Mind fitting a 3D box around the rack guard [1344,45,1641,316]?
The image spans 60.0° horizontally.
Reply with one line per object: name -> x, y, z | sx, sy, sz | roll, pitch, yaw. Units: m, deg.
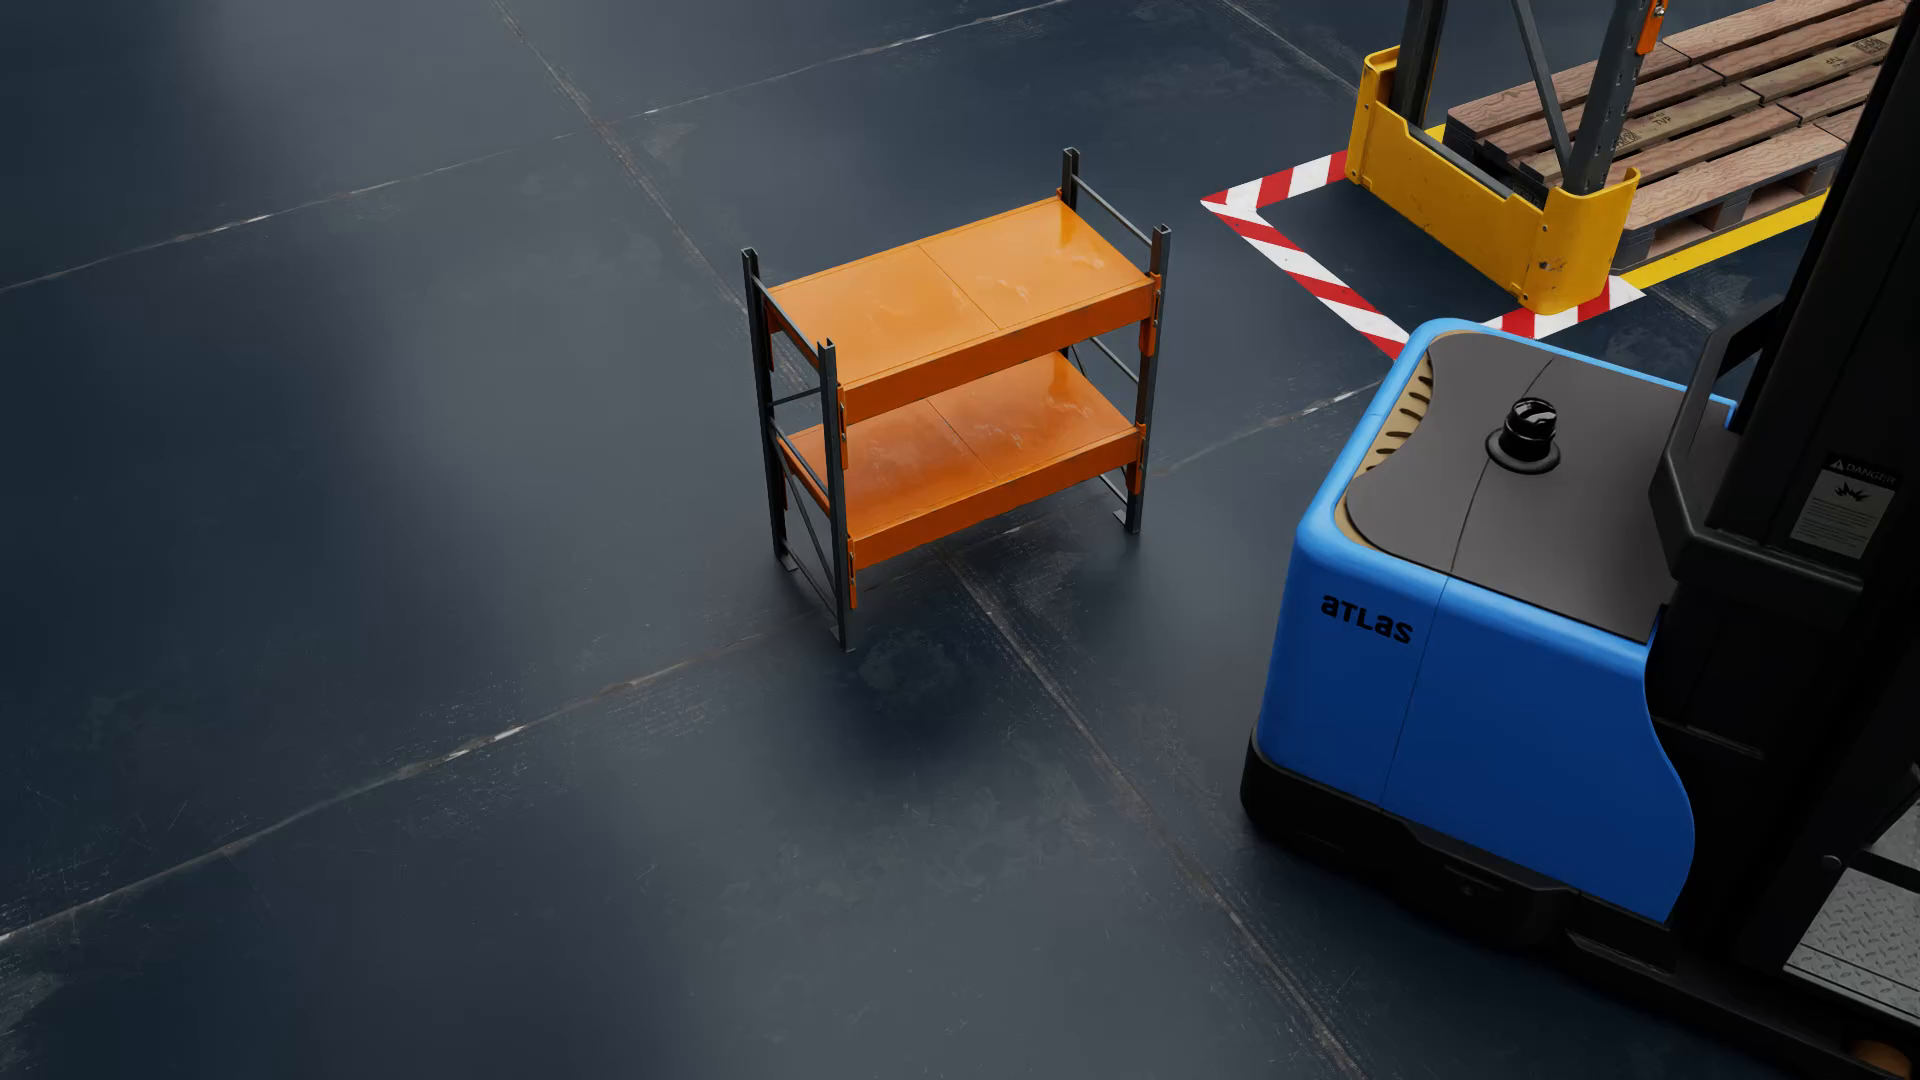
rack guard -> 1.985, -1.398, 6.332 | 0.348, 0.500, 1.175 | -22, 48, -21

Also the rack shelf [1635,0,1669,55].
rack shelf -> 3.734, -2.747, 6.443 | 4.000, 0.370, 1.077 | -22, 48, -21

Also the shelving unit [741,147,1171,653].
shelving unit -> -0.006, -0.401, 4.856 | 1.048, 1.125, 0.538 | -22, 48, -21

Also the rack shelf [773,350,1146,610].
rack shelf -> -0.006, -0.226, 5.026 | 1.000, 0.278, 0.538 | -22, 48, -21

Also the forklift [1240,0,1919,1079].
forklift -> 2.287, -0.089, 3.237 | 3.031, 2.935, 1.130 | 21, 48, 20

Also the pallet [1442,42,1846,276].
pallet -> 2.734, -1.573, 6.720 | 1.213, 0.211, 1.003 | -22, 48, -21

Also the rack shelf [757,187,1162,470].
rack shelf -> -0.006, -0.611, 4.652 | 1.000, 0.278, 0.538 | -22, 48, -21

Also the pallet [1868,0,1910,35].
pallet -> 4.850, -2.420, 7.592 | 1.213, 0.211, 1.003 | -22, 48, -21

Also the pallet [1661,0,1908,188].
pallet -> 3.791, -1.994, 7.153 | 1.213, 0.211, 1.003 | -22, 48, -21

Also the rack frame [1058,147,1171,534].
rack frame -> 0.435, -0.578, 5.038 | 0.032, 1.125, 0.500 | -22, 48, -21

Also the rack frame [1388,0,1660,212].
rack frame -> 2.000, -2.311, 5.478 | 0.127, 3.000, 1.000 | -22, 48, -21

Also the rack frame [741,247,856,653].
rack frame -> -0.447, -0.225, 4.674 | 0.032, 1.125, 0.500 | -22, 48, -21
